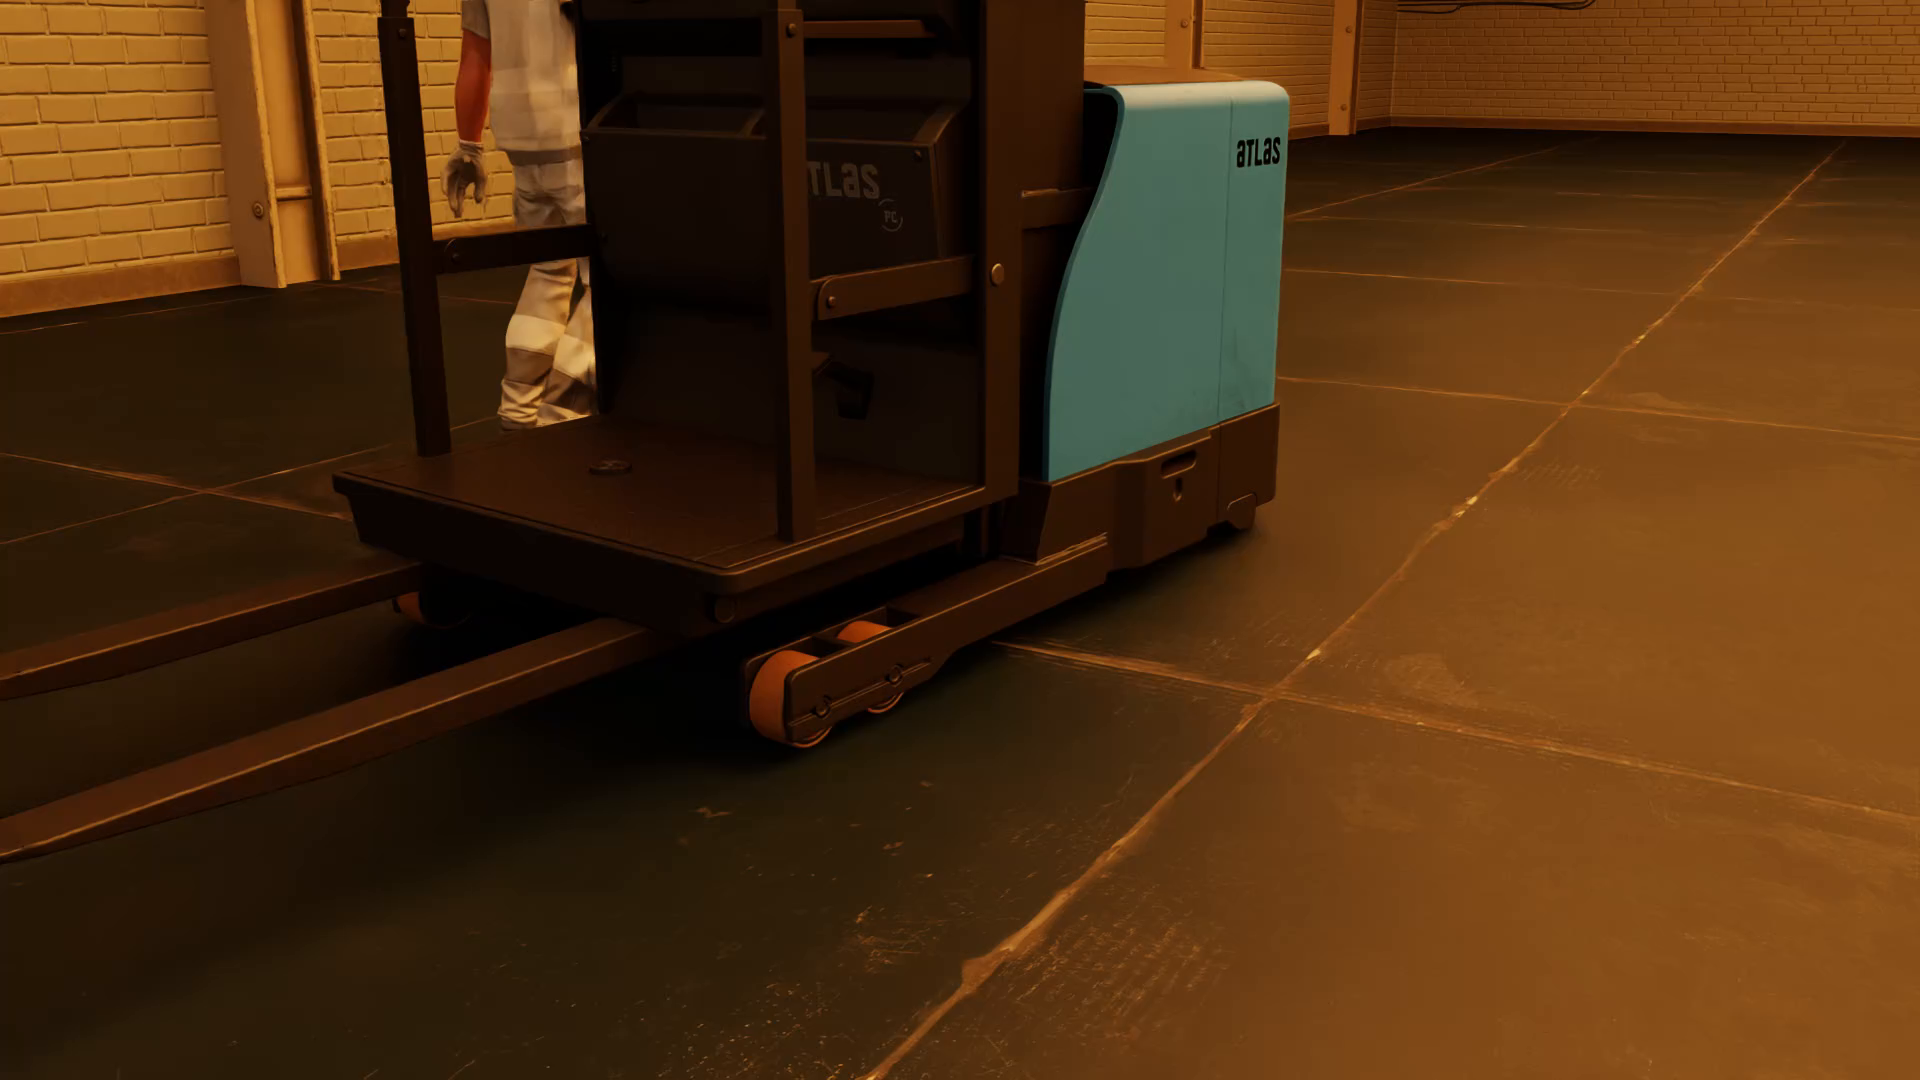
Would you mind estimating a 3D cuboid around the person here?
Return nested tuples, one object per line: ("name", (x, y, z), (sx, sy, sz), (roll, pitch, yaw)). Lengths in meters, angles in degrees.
("person", (-1.088, -1.062, 4.525), (0.866, 1.745, 0.469), (15, 22, 42))

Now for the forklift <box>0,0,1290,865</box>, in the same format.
("forklift", (-0.504, -1.207, 2.951), (1.130, 2.935, 3.031), (12, 20, 36))
